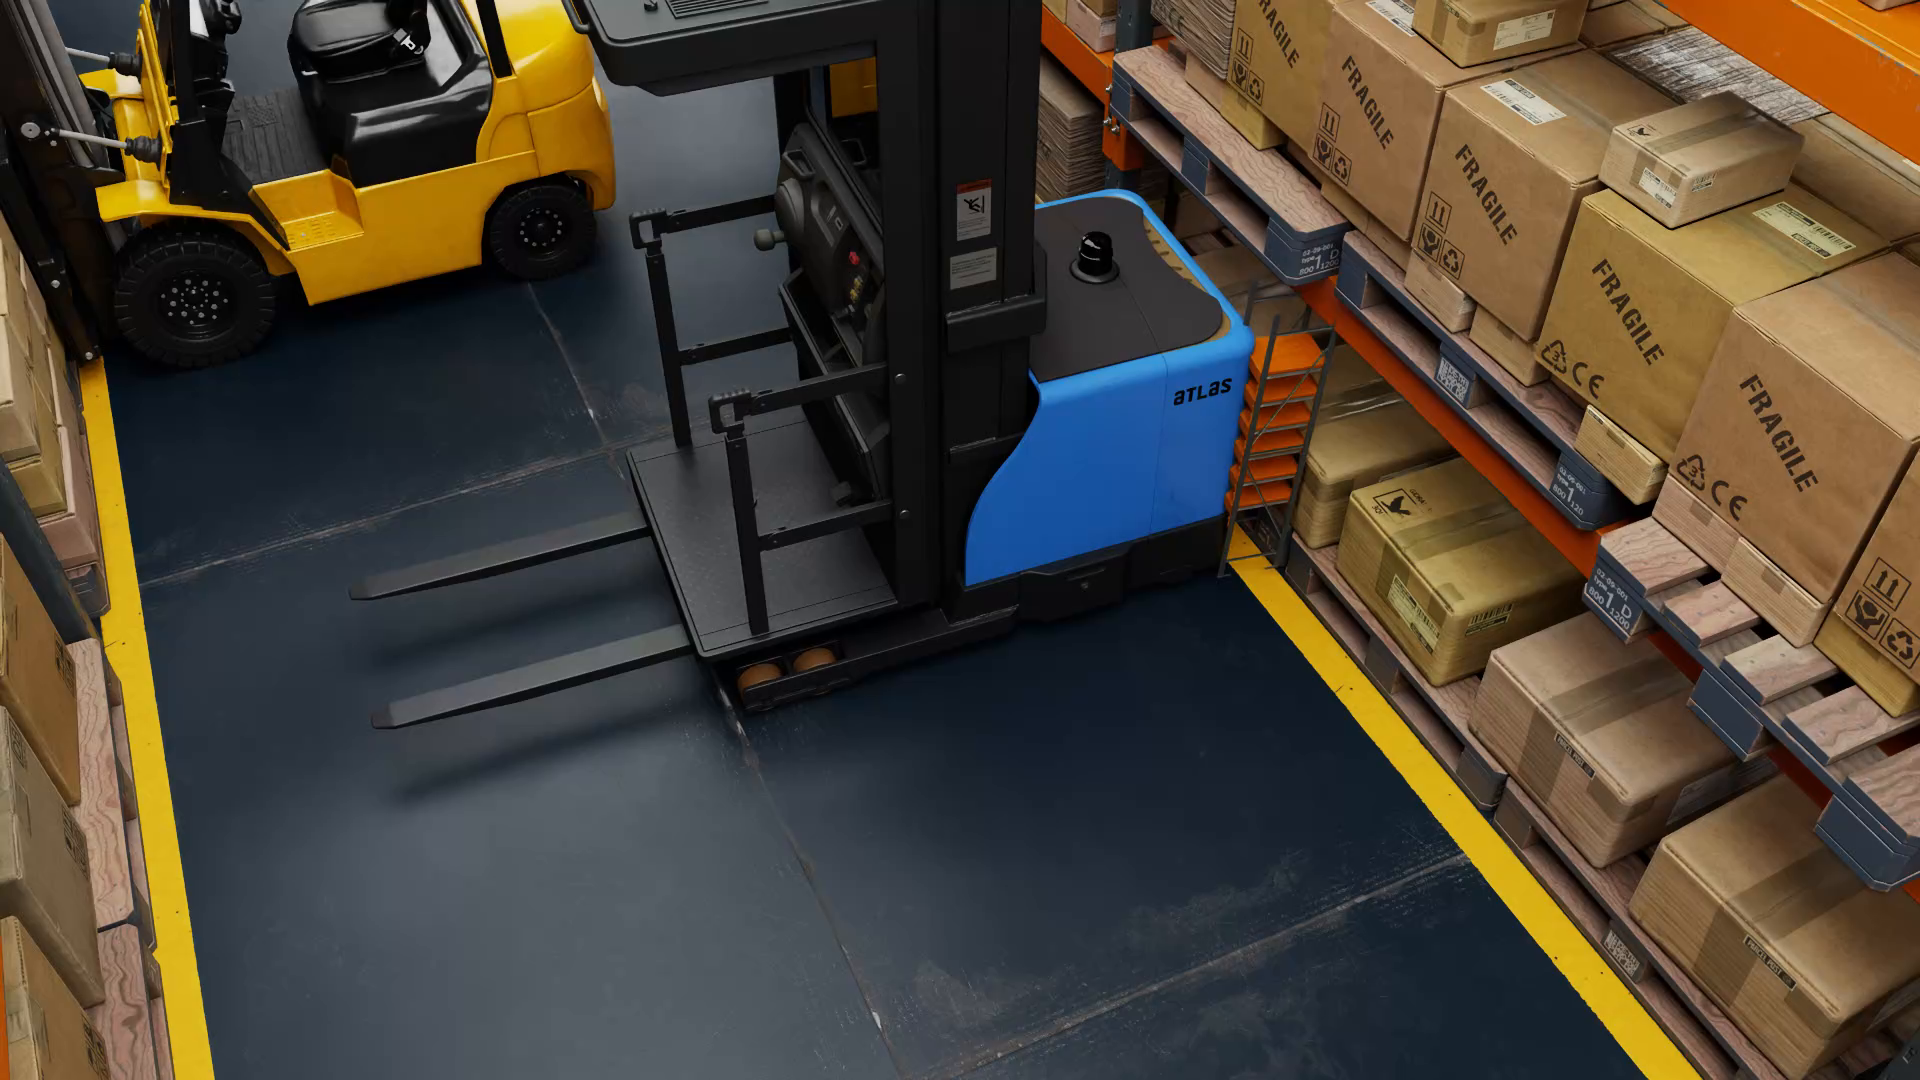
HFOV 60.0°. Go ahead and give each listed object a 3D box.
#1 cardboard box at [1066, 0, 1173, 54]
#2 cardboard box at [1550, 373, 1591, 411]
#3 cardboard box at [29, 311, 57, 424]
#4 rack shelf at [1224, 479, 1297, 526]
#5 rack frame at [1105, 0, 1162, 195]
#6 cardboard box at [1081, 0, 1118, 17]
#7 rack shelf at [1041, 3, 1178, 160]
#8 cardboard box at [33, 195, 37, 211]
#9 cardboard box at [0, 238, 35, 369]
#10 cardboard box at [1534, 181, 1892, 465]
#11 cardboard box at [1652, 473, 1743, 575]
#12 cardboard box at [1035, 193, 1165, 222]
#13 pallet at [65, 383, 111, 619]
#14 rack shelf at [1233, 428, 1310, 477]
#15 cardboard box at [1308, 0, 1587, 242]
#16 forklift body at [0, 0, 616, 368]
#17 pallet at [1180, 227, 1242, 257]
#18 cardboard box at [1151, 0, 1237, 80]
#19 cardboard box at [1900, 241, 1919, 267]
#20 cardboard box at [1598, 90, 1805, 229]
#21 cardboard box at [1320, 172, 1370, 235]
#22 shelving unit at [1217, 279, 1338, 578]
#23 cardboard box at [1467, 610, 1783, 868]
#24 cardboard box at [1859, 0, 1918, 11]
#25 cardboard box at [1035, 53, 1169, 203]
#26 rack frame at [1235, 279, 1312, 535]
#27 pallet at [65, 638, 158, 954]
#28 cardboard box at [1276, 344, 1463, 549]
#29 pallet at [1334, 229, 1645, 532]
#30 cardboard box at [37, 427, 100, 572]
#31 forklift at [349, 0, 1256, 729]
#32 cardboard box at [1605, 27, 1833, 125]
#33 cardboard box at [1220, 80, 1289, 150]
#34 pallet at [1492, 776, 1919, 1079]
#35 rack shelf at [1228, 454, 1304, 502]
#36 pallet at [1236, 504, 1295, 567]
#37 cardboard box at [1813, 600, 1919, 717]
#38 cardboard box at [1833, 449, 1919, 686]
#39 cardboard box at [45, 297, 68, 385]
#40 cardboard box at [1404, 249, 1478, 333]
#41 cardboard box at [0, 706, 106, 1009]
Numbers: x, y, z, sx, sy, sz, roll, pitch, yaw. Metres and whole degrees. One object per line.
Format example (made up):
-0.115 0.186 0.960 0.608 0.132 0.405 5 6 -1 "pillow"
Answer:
0.632 -2.012 6.333 0.380 0.149 0.250 -18 48 -18 "cardboard box"
1.831 -0.466 4.466 0.380 0.149 0.250 -18 47 -17 "cardboard box"
-3.596 -0.587 6.012 0.500 0.250 0.500 -18 47 -18 "cardboard box"
1.038 -0.167 5.908 0.258 0.103 0.180 -10 47 -12 "rack shelf"
1.043 -1.987 6.128 1.000 3.000 0.127 -18 47 -17 "rack frame"
0.631 -2.338 6.201 0.500 0.500 0.500 -19 48 -18 "cardboard box"
0.202 -3.006 7.673 1.077 0.370 4.000 -18 47 -17 "rack shelf"
-4.215 -1.553 6.991 0.500 0.250 0.500 -19 48 -18 "cardboard box"
-3.583 -0.775 5.847 0.500 0.250 0.500 -18 47 -17 "cardboard box"
1.841 -0.584 4.124 0.500 0.500 0.500 -21 48 -20 "cardboard box"
1.950 -0.097 4.093 0.380 0.149 0.250 -20 48 -19 "cardboard box"
0.551 -1.455 7.248 0.500 0.250 0.500 -16 47 -16 "cardboard box"
-3.755 -0.045 6.146 1.003 0.211 1.213 -18 47 -17 "pallet"
1.048 -0.335 5.737 0.258 0.103 0.180 -10 47 -12 "rack shelf"
1.387 -1.256 4.806 0.500 0.500 0.500 -18 47 -18 "cardboard box"
-2.688 -2.096 6.843 2.313 2.155 1.214 -18 47 -17 "forklift body"
0.729 -1.412 7.531 1.003 0.211 1.213 -18 47 -17 "pallet"
0.980 -1.895 5.453 0.500 0.500 0.500 -17 47 -16 "cardboard box"
2.521 -0.414 3.952 0.500 0.500 0.500 -16 47 -15 "cardboard box"
1.781 -0.919 4.002 0.380 0.149 0.250 -20 48 -19 "cardboard box"
1.345 -1.106 5.115 0.380 0.149 0.250 -17 47 -17 "cardboard box"
1.049 -0.366 5.705 0.258 1.200 0.189 -10 47 -12 "shelving unit"
2.179 0.517 5.162 0.950 0.372 0.625 -19 48 -18 "cardboard box"
2.058 -1.506 3.432 0.797 0.503 0.637 -18 47 -17 "cardboard box"
0.551 -1.723 6.985 0.500 0.500 0.500 -19 48 -18 "cardboard box"
1.025 -0.429 5.766 0.240 1.200 0.006 -10 47 -12 "rack frame"
-3.113 0.932 5.155 1.003 0.211 1.213 -18 47 -17 "pallet"
1.572 -0.411 6.102 0.950 0.372 0.625 -15 47 -15 "cardboard box"
1.856 -0.619 4.878 1.003 0.211 1.213 -18 47 -17 "pallet"
-3.362 -0.096 5.870 0.500 0.250 0.500 -18 47 -17 "cardboard box"
-0.587 -0.884 5.059 3.031 2.935 1.130 -15 47 -15 "forklift"
2.088 -1.072 4.618 0.500 0.500 0.500 -20 48 -19 "cardboard box"
1.086 -1.440 5.454 0.380 0.149 0.250 -17 47 -17 "cardboard box"
2.398 1.056 5.029 1.003 0.211 1.213 -18 47 -17 "pallet"
1.043 -0.251 5.822 0.258 0.103 0.180 -10 47 -12 "rack shelf"
1.372 -0.499 6.605 1.003 0.211 1.213 -18 47 -17 "pallet"
2.196 0.213 3.778 0.380 0.149 0.250 -17 47 -17 "cardboard box"
2.282 0.063 3.468 0.500 0.500 0.500 -19 48 -19 "cardboard box"
-3.819 -0.737 6.520 0.500 0.250 0.500 -17 47 -17 "cardboard box"
1.512 -0.763 4.767 0.380 0.149 0.250 -16 47 -16 "cardboard box"
-2.910 1.003 4.490 0.875 0.625 0.625 -18 48 -18 "cardboard box"
